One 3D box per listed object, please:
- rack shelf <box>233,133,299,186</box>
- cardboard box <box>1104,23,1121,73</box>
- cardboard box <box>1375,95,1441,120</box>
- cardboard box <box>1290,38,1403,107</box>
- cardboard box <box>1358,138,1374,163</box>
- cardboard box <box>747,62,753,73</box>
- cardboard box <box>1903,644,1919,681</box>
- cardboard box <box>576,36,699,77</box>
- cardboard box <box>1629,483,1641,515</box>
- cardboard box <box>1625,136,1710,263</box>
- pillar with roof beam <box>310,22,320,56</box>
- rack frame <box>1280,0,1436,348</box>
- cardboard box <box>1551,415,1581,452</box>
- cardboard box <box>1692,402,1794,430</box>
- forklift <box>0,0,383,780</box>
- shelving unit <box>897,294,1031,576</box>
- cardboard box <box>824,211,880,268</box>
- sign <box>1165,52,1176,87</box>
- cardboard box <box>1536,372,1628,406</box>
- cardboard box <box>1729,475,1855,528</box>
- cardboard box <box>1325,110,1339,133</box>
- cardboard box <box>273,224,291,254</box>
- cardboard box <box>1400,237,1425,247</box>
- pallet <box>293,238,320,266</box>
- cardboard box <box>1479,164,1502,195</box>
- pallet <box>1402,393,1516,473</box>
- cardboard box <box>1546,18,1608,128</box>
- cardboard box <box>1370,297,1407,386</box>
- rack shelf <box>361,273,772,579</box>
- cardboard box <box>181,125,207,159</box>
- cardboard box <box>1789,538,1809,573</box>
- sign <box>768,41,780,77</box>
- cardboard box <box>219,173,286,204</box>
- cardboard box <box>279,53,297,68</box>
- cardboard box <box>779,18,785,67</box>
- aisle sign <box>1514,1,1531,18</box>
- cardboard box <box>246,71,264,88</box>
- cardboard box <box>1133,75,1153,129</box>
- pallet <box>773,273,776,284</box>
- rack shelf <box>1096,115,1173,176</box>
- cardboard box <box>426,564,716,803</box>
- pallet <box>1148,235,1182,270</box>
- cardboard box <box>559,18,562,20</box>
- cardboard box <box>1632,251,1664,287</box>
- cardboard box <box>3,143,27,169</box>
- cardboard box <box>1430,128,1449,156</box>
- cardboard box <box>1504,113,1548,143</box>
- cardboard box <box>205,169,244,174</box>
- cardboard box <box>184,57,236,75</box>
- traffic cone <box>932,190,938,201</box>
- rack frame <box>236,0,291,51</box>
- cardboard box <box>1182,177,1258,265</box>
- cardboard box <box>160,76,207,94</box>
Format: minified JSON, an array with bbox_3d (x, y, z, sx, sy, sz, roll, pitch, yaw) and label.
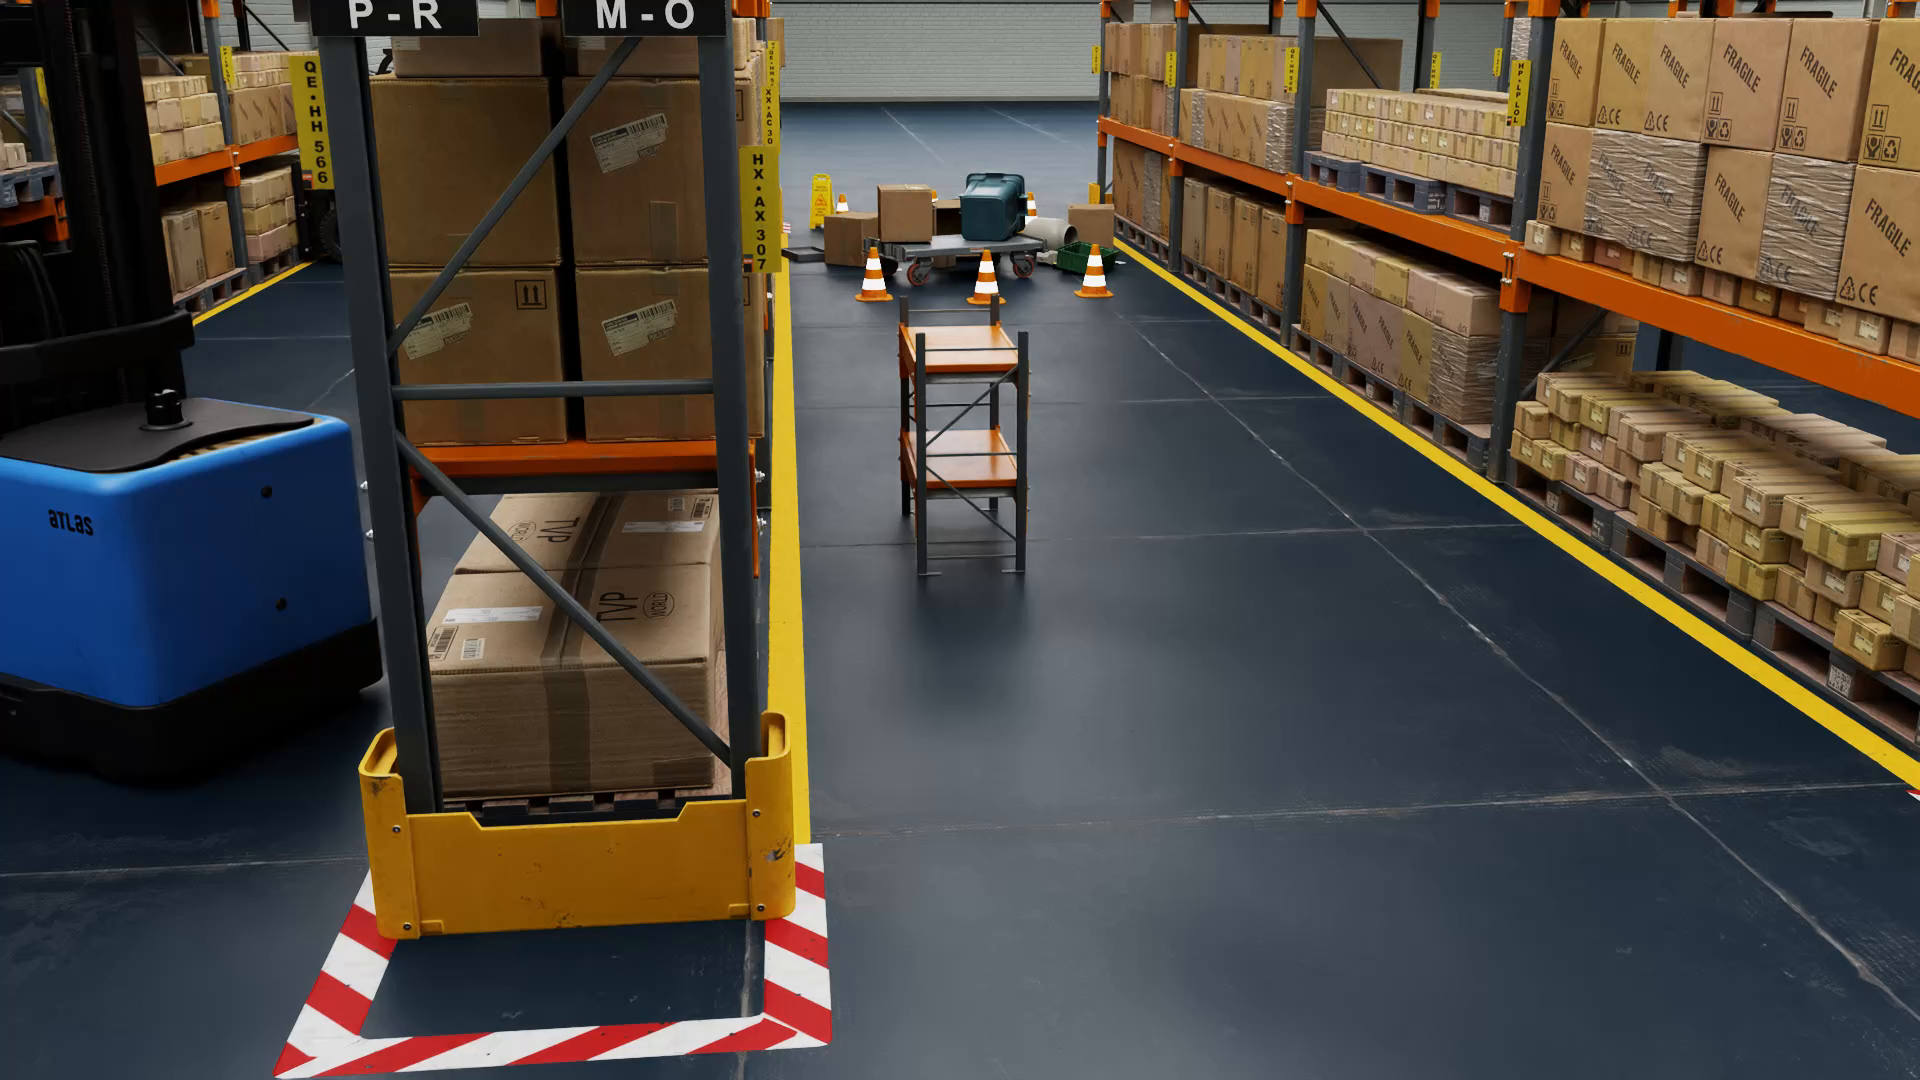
[{"bbox_3d":[-7.452,-4.066,17.320,1.077,0.370,4.000,-2,18,-6],"label":"rack shelf"},{"bbox_3d":[2.192,-5.817,19.645,0.875,0.550,0.550,-2,18,-6],"label":"cardboard box"},{"bbox_3d":[2.980,-2.867,11.026,0.380,0.149,0.250,-1,17,-3],"label":"cardboard box"},{"bbox_3d":[2.981,-3.618,12.856,0.700,0.500,0.500,-2,18,-6],"label":"cardboard box"},{"bbox_3d":[2.948,-2.659,11.357,0.380,0.149,0.250,-1,17,-3],"label":"cardboard box"},{"bbox_3d":[-0.958,-1.376,5.715,0.500,0.500,0.500,-2,18,-6],"label":"cardboard box"},{"bbox_3d":[3.580,0.434,5.845,0.380,0.149,0.250,-1,17,-5],"label":"cardboard box"},{"bbox_3d":[-0.832,-1.341,4.521,0.380,0.149,0.250,-1,17,-4],"label":"cardboard box"},{"bbox_3d":[3.391,-0.184,7.813,0.380,0.149,0.250,-3,18,-8],"label":"cardboard box"},{"bbox_3d":[3.304,-1.503,7.293,0.500,0.500,0.500,-2,18,-7],"label":"cardboard box"},{"bbox_3d":[-4.820,-9.552,23.580,9.100,9.000,0.400,-2,18,-6],"label":"pillar with roof beam"},{"bbox_3d":[3.017,-2.959,12.594,1.000,3.000,0.127,-2,18,-6],"label":"rack frame"},{"bbox_3d":[3.264,-0.559,8.510,0.380,0.149,0.250,-2,18,-5],"label":"cardboard box"},{"bbox_3d":[3.773,-0.564,8.032,0.380,0.149,0.250,-1,17,-4],"label":"cardboard box"},{"bbox_3d":[-3.730,-0.890,6.120,3.031,2.935,1.130,9,19,26],"label":"forklift"},{"bbox_3d":[0.001,-0.535,8.002,0.538,1.125,1.048,-2,18,-6],"label":"shelving unit"},{"bbox_3d":[-1.066,-3.137,17.331,0.500,0.500,0.500,11,21,32],"label":"cardboard box"},{"bbox_3d":[2.052,-4.584,16.192,0.100,0.325,0.005,-2,18,-6],"label":"sign"},{"bbox_3d":[3.259,-0.782,8.725,0.380,0.149,0.250,-1,17,-3],"label":"cardboard box"},{"bbox_3d":[3.367,-0.156,6.733,0.380,0.149,0.250,-1,17,-4],"label":"cardboard box"},{"bbox_3d":[2.867,-3.031,12.045,0.380,0.149,0.250,-1,17,-3],"label":"cardboard box"},{"bbox_3d":[-7.034,-3.007,16.636,0.500,0.250,0.500,-2,18,-7],"label":"cardboard box"},{"bbox_3d":[3.411,-1.978,11.691,0.500,0.250,0.500,-2,17,-5],"label":"cardboard box"},{"bbox_3d":[-7.415,-3.085,17.651,1.003,0.211,1.213,-2,18,-6],"label":"pallet"},{"bbox_3d":[3.164,-2.037,9.376,0.380,0.149,0.250,-2,18,-5],"label":"cardboard box"},{"bbox_3d":[3.348,-0.668,9.954,1.003,0.211,1.213,-2,18,-6],"label":"pallet"},{"bbox_3d":[3.234,-2.292,8.136,0.500,0.500,0.500,-1,17,-4],"label":"cardboard box"},{"bbox_3d":[3.001,-1.293,10.761,0.500,0.500,0.500,-2,18,-7],"label":"cardboard box"},{"bbox_3d":[-1.277,-0.645,6.424,1.077,0.370,4.000,-2,18,-6],"label":"rack shelf"},{"bbox_3d":[-6.876,-3.450,14.408,0.500,0.250,0.500,-2,18,-6],"label":"cardboard box"},{"bbox_3d":[3.523,0.056,6.552,0.380,0.149,0.250,-2,18,-6],"label":"cardboard box"},{"bbox_3d":[-1.757,-4.538,15.691,0.100,0.325,0.005,-2,18,-6],"label":"sign"},{"bbox_3d":[-7.026,-3.485,16.490,0.500,0.250,0.500,-2,18,-6],"label":"cardboard box"},{"bbox_3d":[-7.180,-5.026,17.433,0.380,0.149,0.250,-1,17,-5],"label":"cardboard box"},{"bbox_3d":[-2.252,-5.381,17.975,0.700,0.500,0.500,-2,18,-6],"label":"cardboard box"},{"bbox_3d":[6.831,-6.715,20.218,0.394,0.787,0.004,-2,18,-6],"label":"aisle sign"},{"bbox_3d":[-7.051,-4.503,16.262,0.380,0.149,0.250,-1,17,-4],"label":"cardboard box"},{"bbox_3d":[2.382,-4.814,18.253,0.875,0.550,0.500,-2,18,-6],"label":"cardboard box"},{"bbox_3d":[-2.227,-2.405,15.485,1.003,0.211,1.213,-2,18,-6],"label":"pallet"},{"bbox_3d":[2.398,-4.403,18.395,1.077,0.370,4.000,-2,18,-6],"label":"rack shelf"},{"bbox_3d":[-1.239,0.436,5.356,0.875,0.438,0.875,-2,18,-8],"label":"cardboard box"},{"bbox_3d":[2.604,-3.049,17.537,1.003,0.211,1.213,-2,18,-6],"label":"pallet"},{"bbox_3d":[-1.409,-1.633,5.451,0.380,0.149,0.250,-2,18,-6],"label":"cardboard box"},{"bbox_3d":[3.297,-1.242,7.544,0.380,0.149,0.250,-1,17,-5],"label":"cardboard box"},{"bbox_3d":[-6.384,-2.518,10.908,0.380,0.149,0.250,-1,17,-5],"label":"cardboard box"},{"bbox_3d":[3.083,-2.413,10.078,0.380,0.149,0.250,-3,18,-8],"label":"cardboard box"},{"bbox_3d":[3.194,-2.245,9.045,0.380,0.149,0.250,-1,17,-3],"label":"cardboard box"},{"bbox_3d":[-7.595,-3.621,16.922,0.500,0.250,0.500,-2,18,-5],"label":"cardboard box"},{"bbox_3d":[-6.983,-4.416,15.490,0.380,0.149,0.250,-1,17,-5],"label":"cardboard box"},{"bbox_3d":[-0.325,-3.996,20.133,0.336,0.463,0.334,-2,18,-6],"label":"traffic cone"},{"bbox_3d":[-7.658,-5.005,19.111,1.000,3.000,0.127,-2,18,-6],"label":"rack frame"},{"bbox_3d":[2.758,-3.095,16.083,1.050,0.750,0.750,-2,18,-6],"label":"cardboard box"},{"bbox_3d":[-6.990,-4.075,14.900,0.380,0.149,0.250,-1,17,-4],"label":"cardboard box"}]
